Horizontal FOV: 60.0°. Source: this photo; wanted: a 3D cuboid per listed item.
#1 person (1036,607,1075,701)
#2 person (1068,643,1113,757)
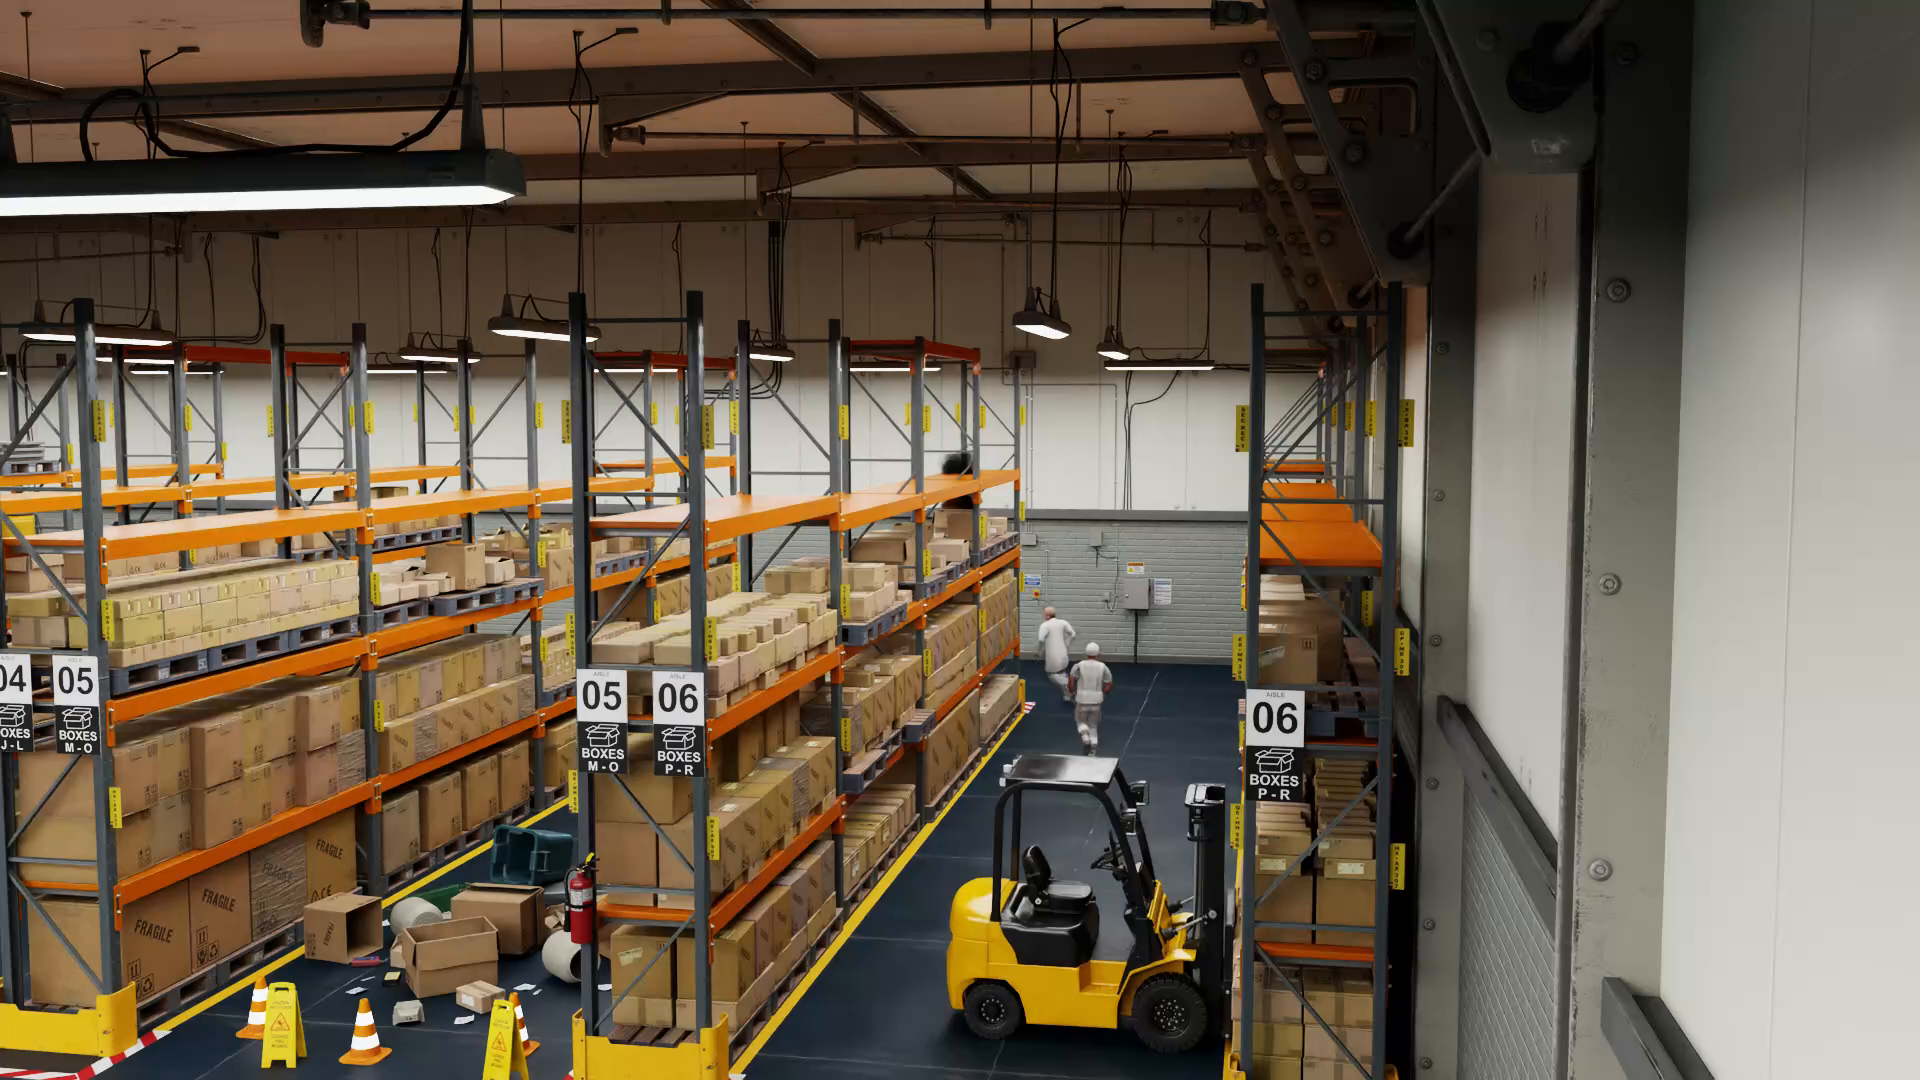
[{"bbox_3d":[1.662,2.015,28.993,0.784,1.696,0.614,-3,5,-29],"label":"person"},{"bbox_3d":[1.884,2.350,24.200,0.654,1.744,0.532,0,5,1],"label":"person"}]
